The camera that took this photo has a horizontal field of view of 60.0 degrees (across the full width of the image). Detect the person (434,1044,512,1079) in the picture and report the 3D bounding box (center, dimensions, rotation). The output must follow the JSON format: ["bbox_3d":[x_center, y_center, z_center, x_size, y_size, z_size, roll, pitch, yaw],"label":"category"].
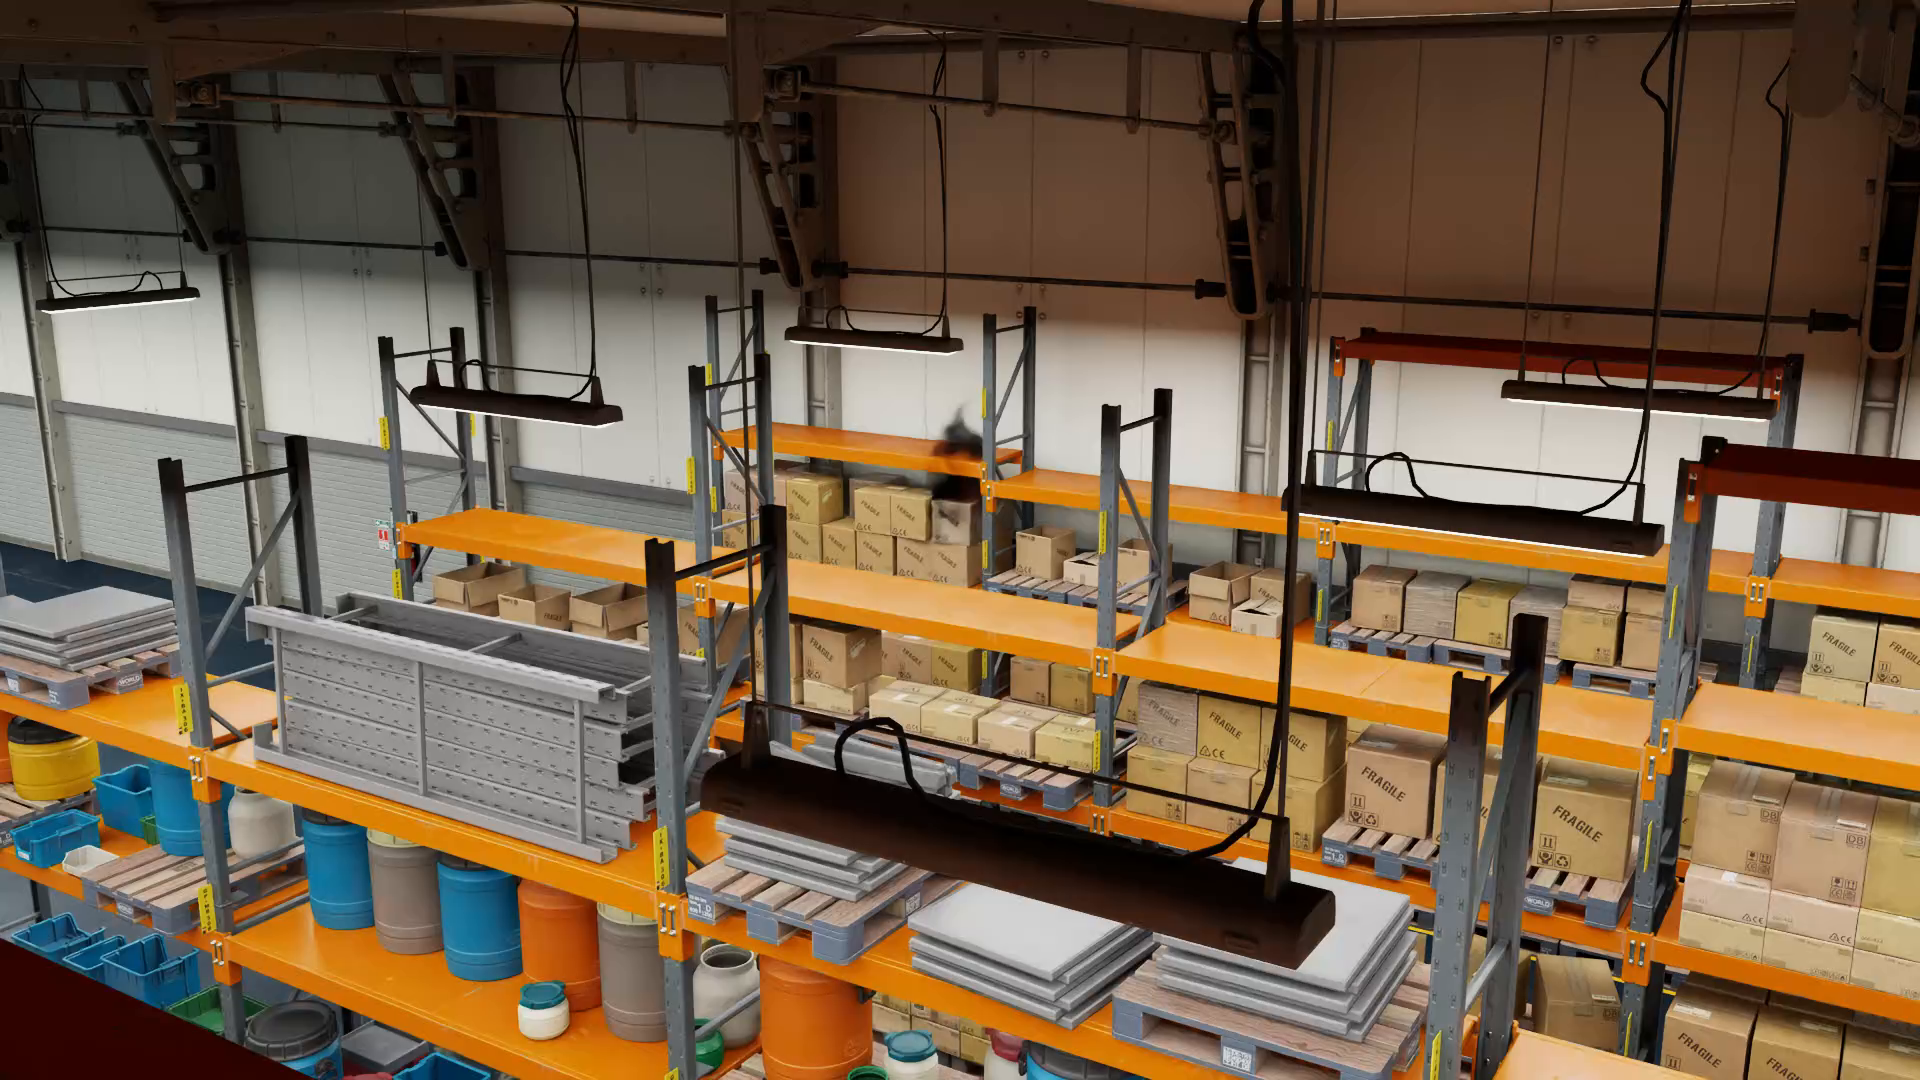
[{"bbox_3d":[-4.103,3.931,13.752,0.801,1.739,0.700,5,15,18],"label":"person"}]
